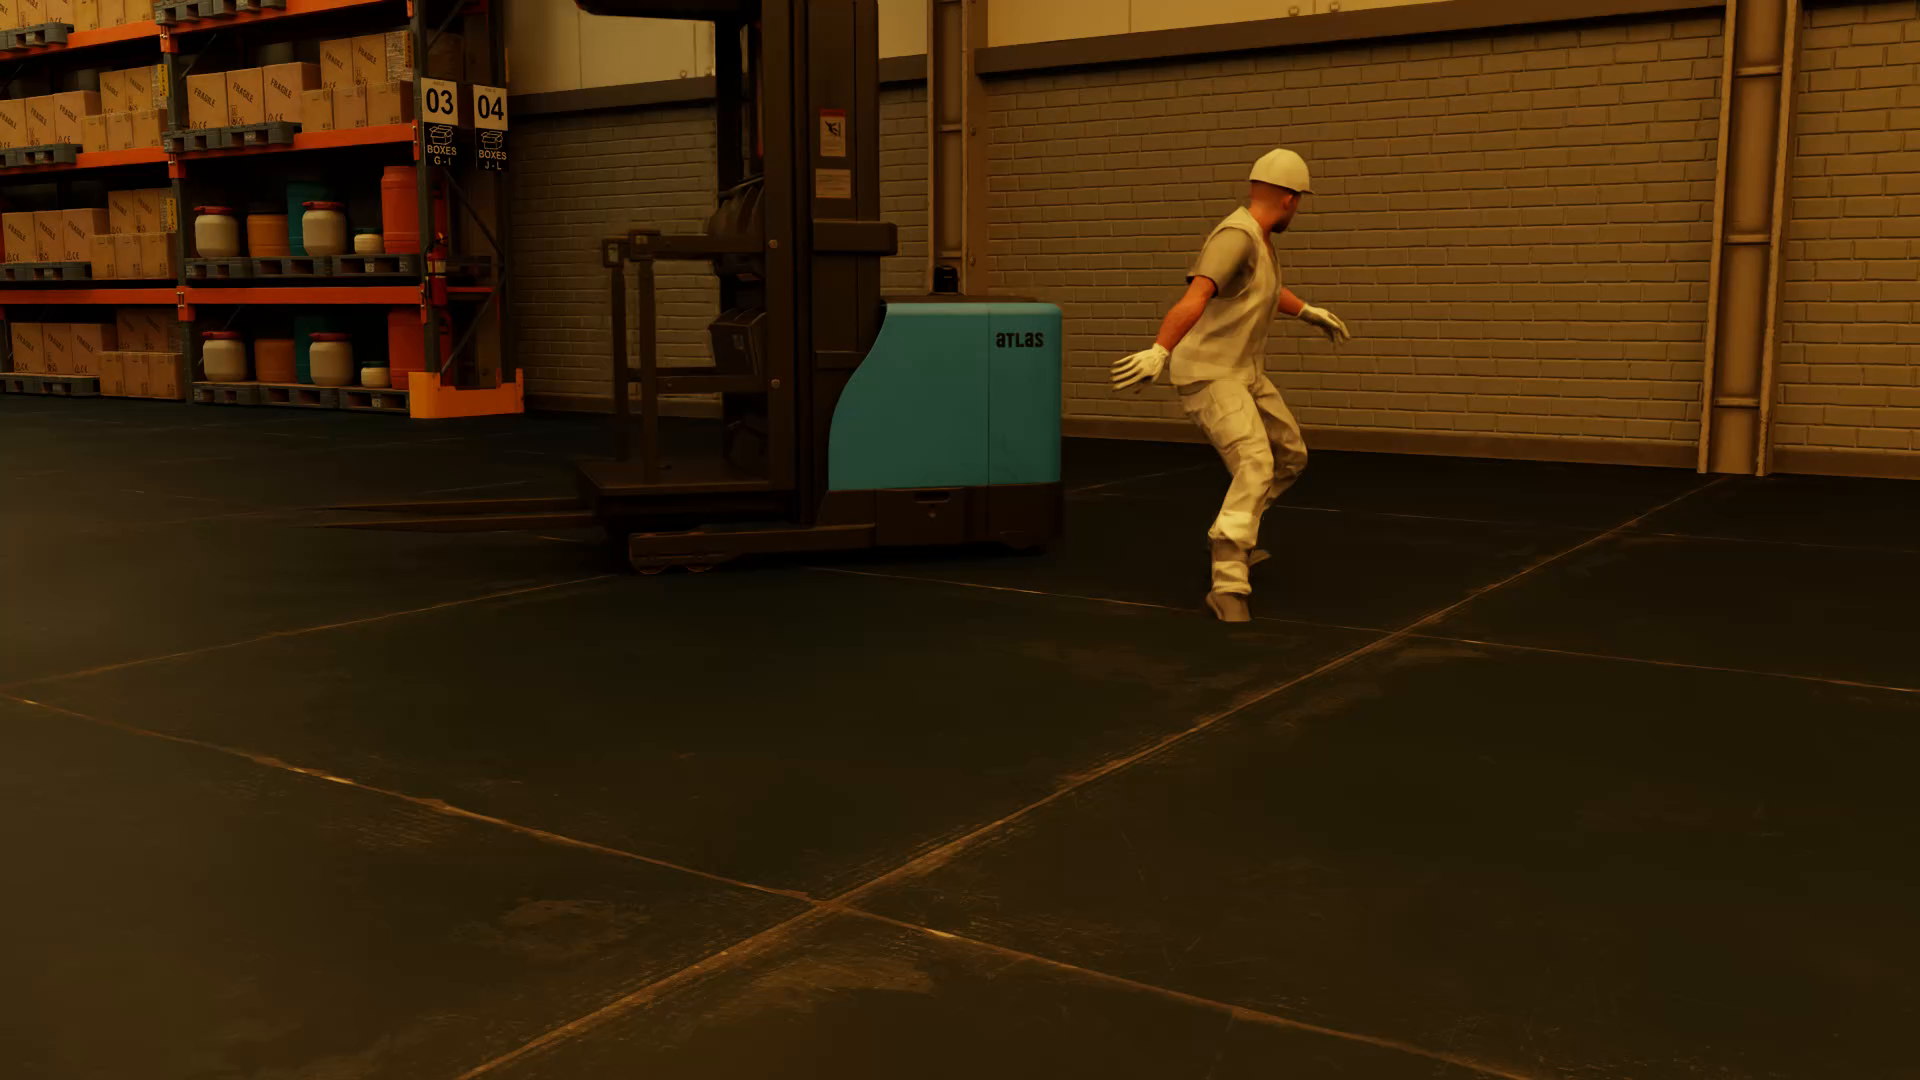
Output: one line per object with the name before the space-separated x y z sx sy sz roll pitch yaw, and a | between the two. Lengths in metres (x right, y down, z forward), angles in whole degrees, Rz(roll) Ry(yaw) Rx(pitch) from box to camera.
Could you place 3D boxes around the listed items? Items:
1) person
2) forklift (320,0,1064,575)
person | 1.003 -0.536 6.048 0.579 1.732 1.128 4 9 26
forklift | -1.126 -1.395 7.002 3.031 2.935 1.130 -3 8 -18
